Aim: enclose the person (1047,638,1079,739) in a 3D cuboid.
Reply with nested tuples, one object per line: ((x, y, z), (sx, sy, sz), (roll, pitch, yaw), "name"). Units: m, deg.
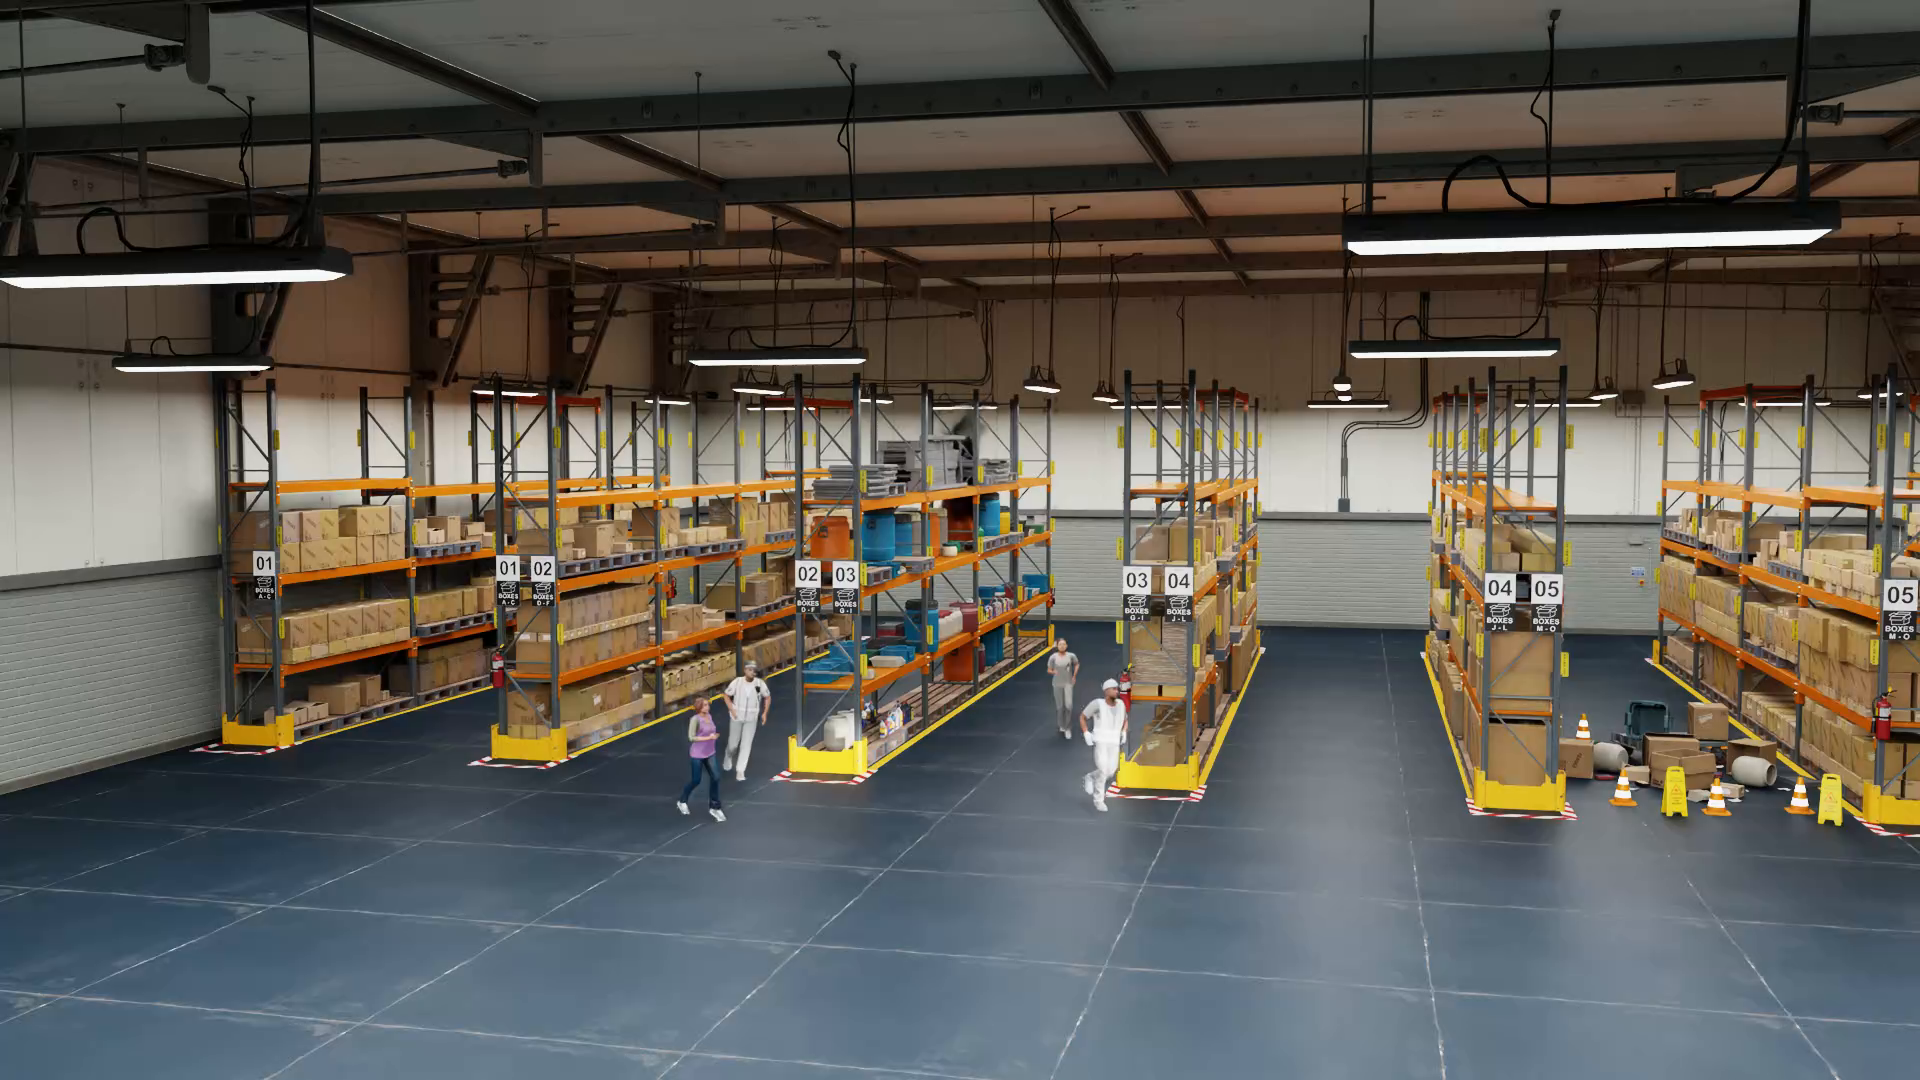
((1.737, 2.494, 28.041), (0.542, 1.710, 0.731), (0, 3, 5), "person")

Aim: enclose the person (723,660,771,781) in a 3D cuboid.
((-3.169, 2.652, 24.824), (0.713, 1.750, 0.771), (-1, 4, -12), "person")

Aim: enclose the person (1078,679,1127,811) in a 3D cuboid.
((1.989, 2.781, 22.845), (0.739, 1.745, 0.747), (-2, 4, -27), "person")

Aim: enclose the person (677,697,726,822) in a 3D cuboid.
((-3.422, 2.871, 21.925), (0.772, 1.630, 0.576), (2, 4, 33), "person")
